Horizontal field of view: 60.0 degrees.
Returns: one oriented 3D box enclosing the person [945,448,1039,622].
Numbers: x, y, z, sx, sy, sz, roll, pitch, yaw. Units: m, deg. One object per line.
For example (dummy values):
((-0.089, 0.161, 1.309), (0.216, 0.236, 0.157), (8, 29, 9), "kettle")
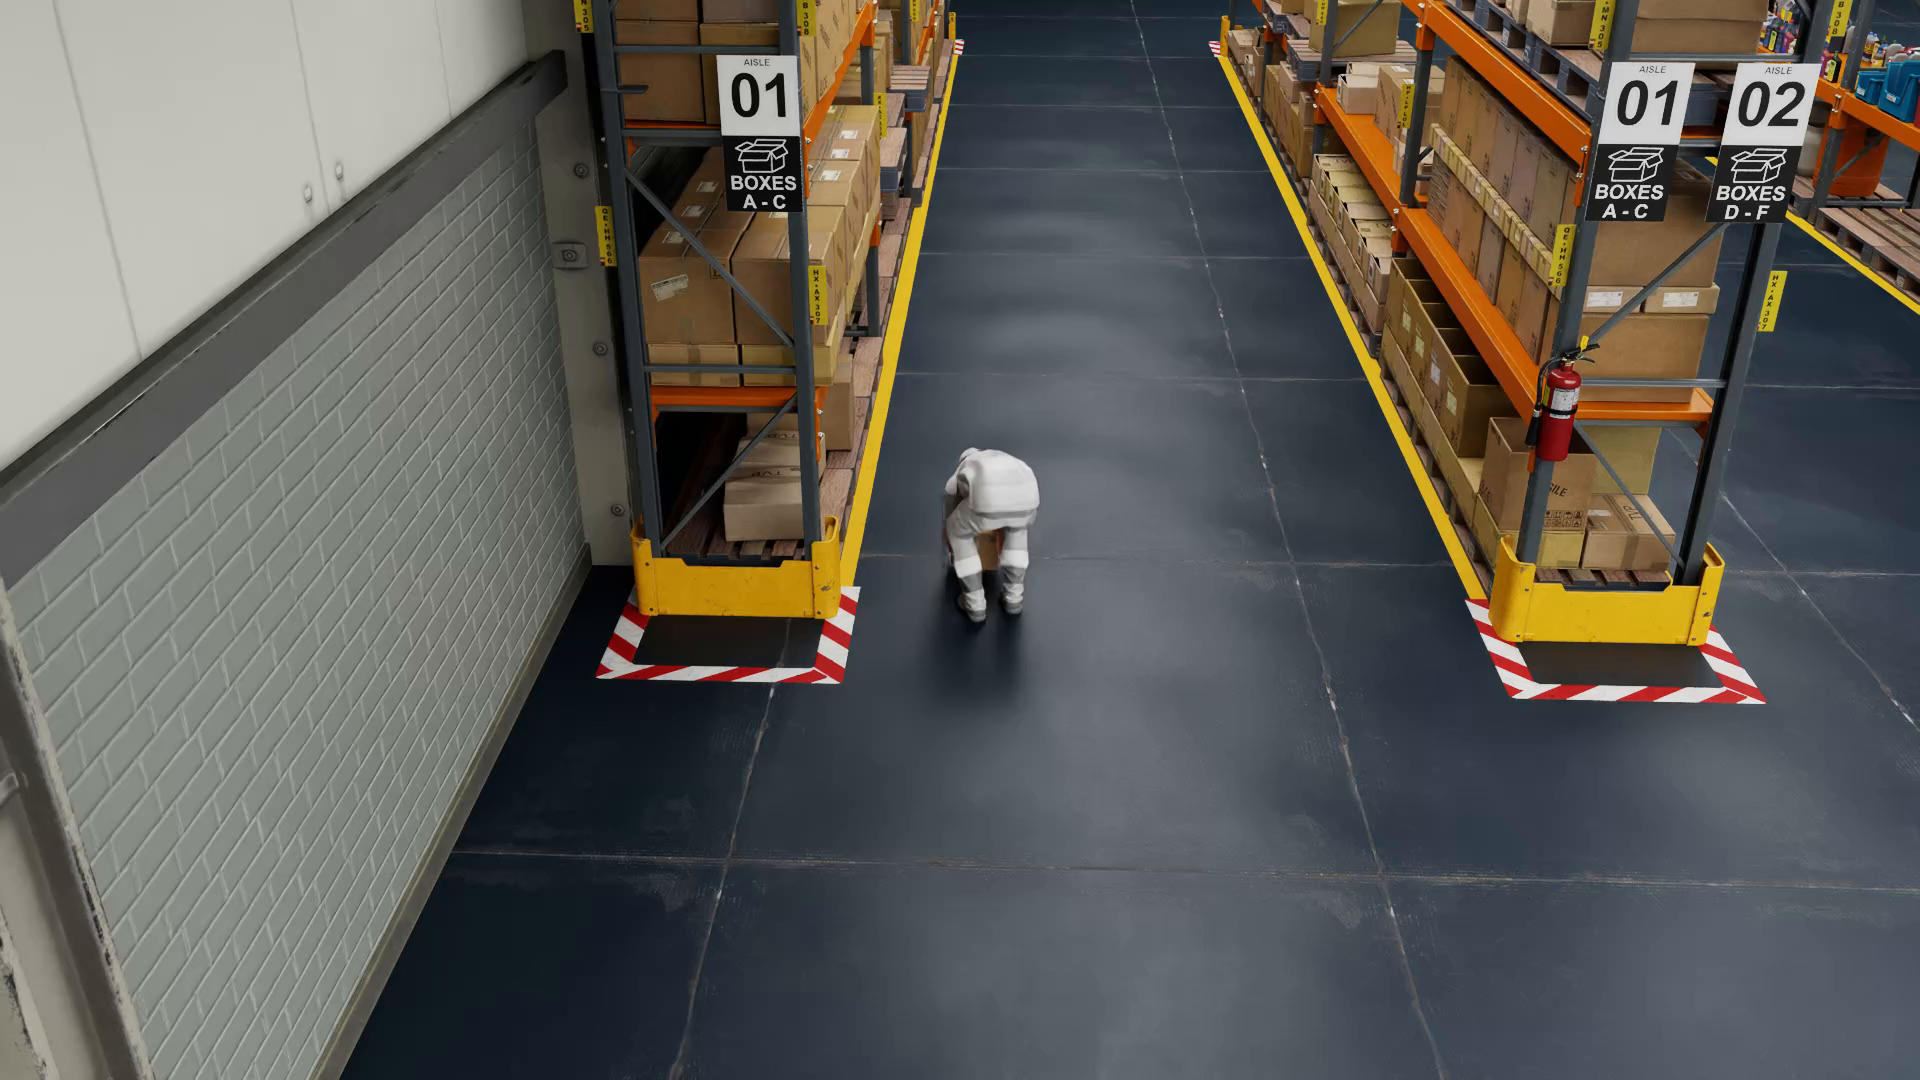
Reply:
((0.155, -0.109, 9.661), (0.526, 0.984, 0.948), (-7, 28, -12), "person")
